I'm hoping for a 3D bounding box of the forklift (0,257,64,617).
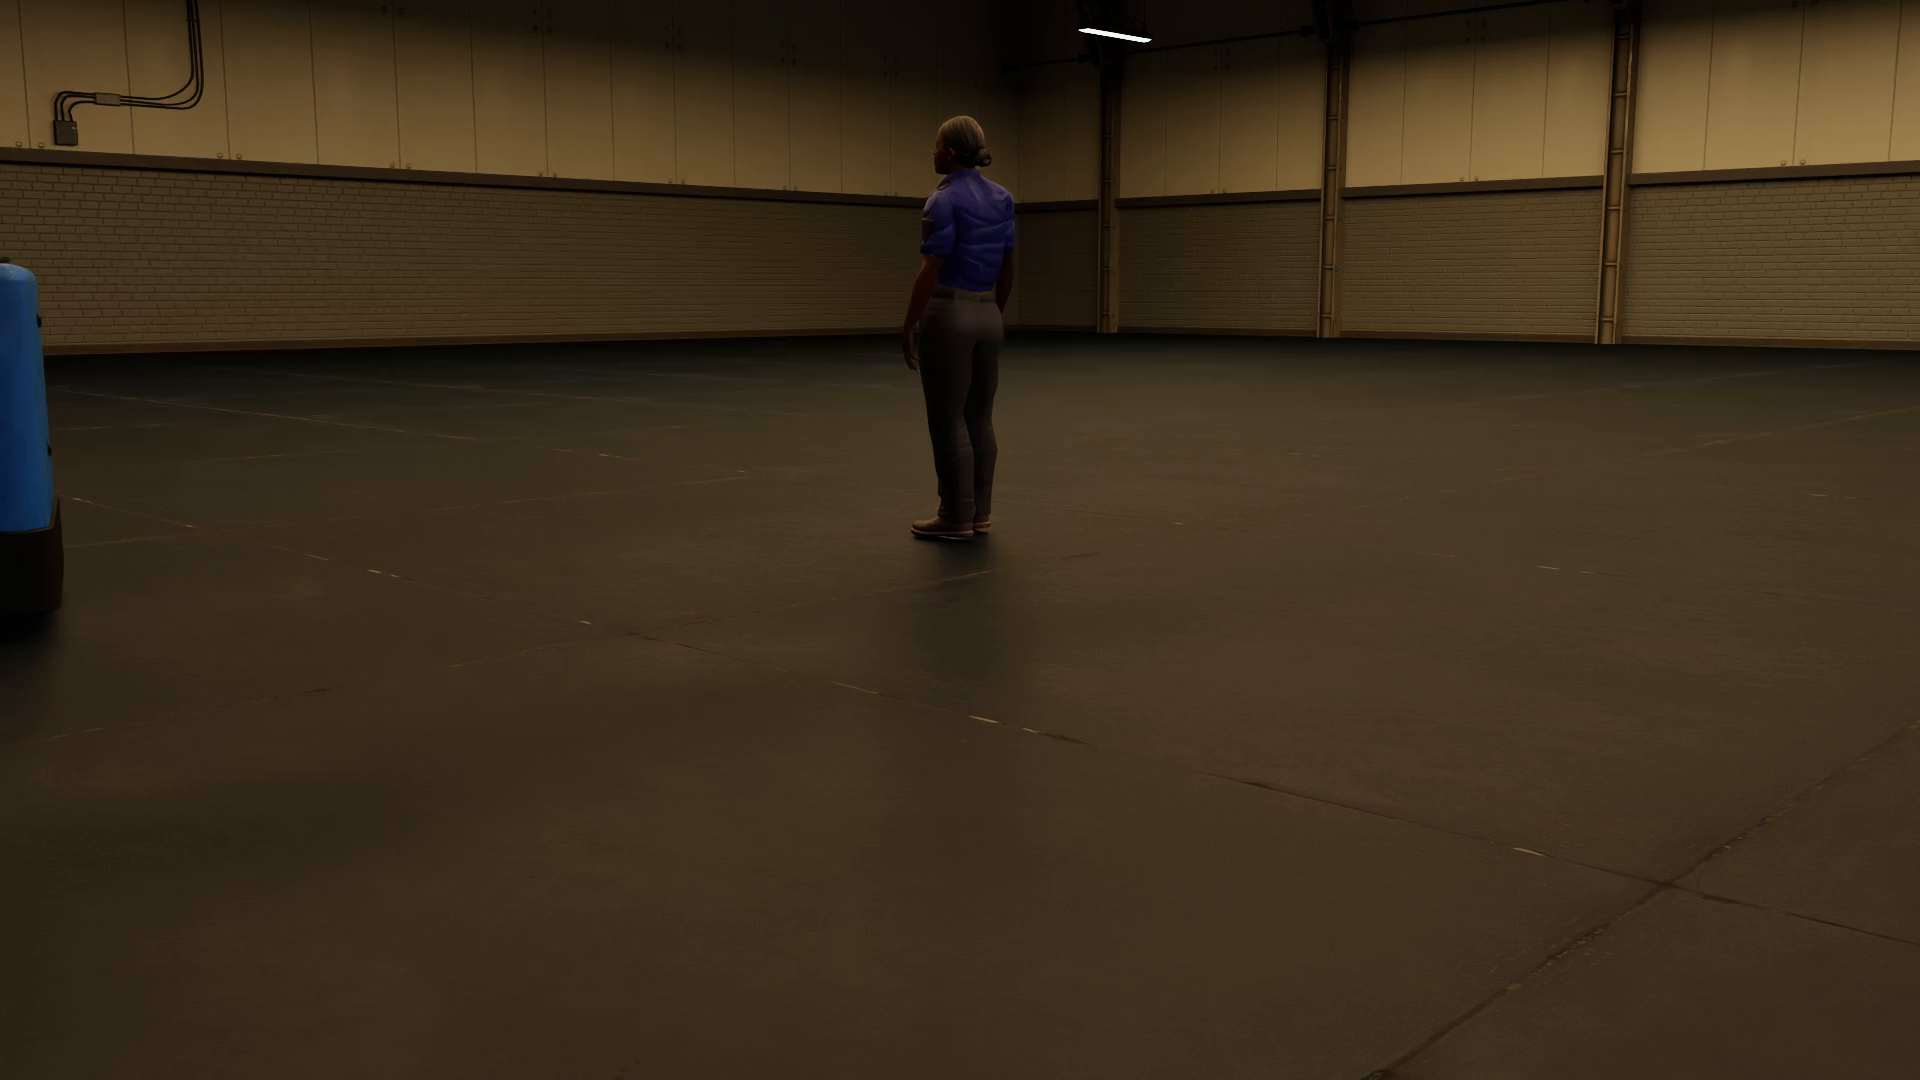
[{"bbox_3d":[-4.207,-1.134,4.402,3.031,2.935,1.130,-4,10,-27],"label":"forklift"}]

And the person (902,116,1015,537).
[{"bbox_3d":[-0.049,-0.837,6.668,0.503,1.656,0.569,8,12,43],"label":"person"}]
